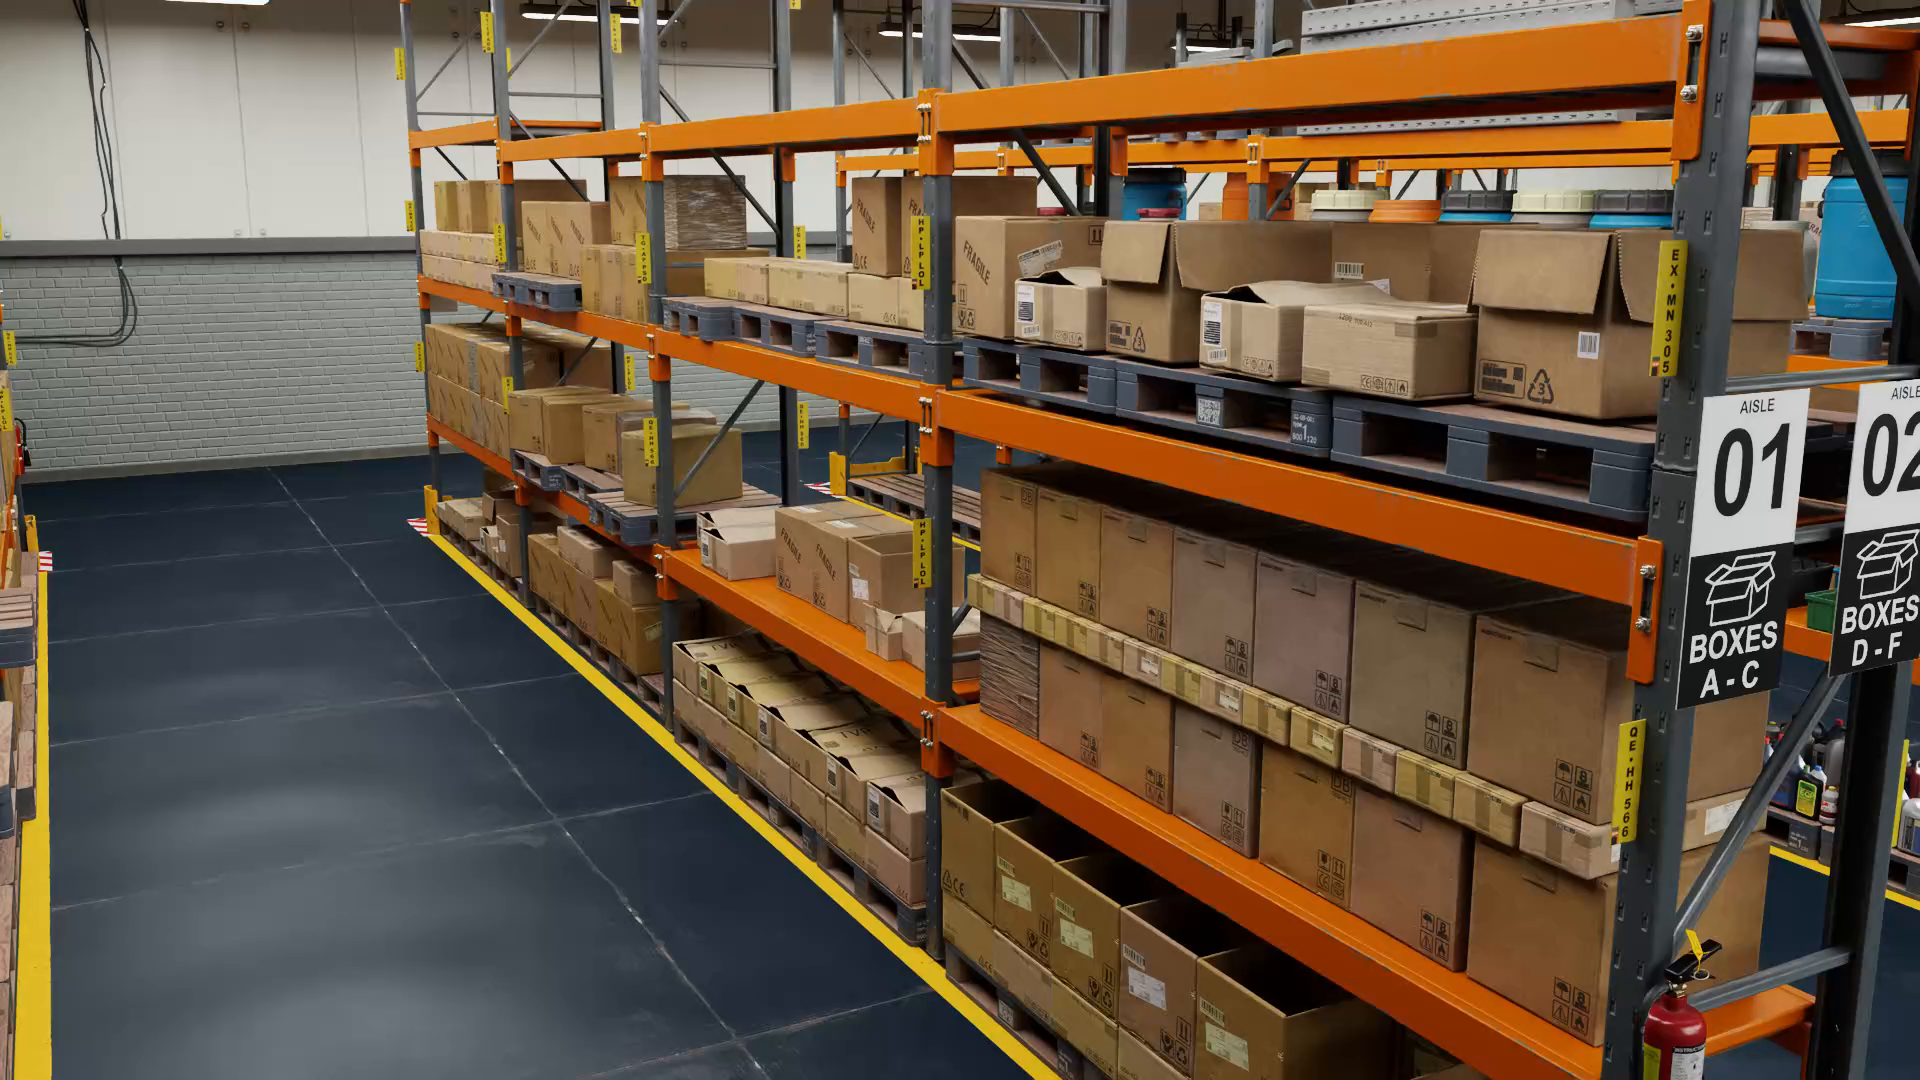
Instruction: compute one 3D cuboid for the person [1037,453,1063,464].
[{"bbox_3d":[0.743,0.006,13.995,0.319,1.642,0.443,-6,13,-27],"label":"person"}]
